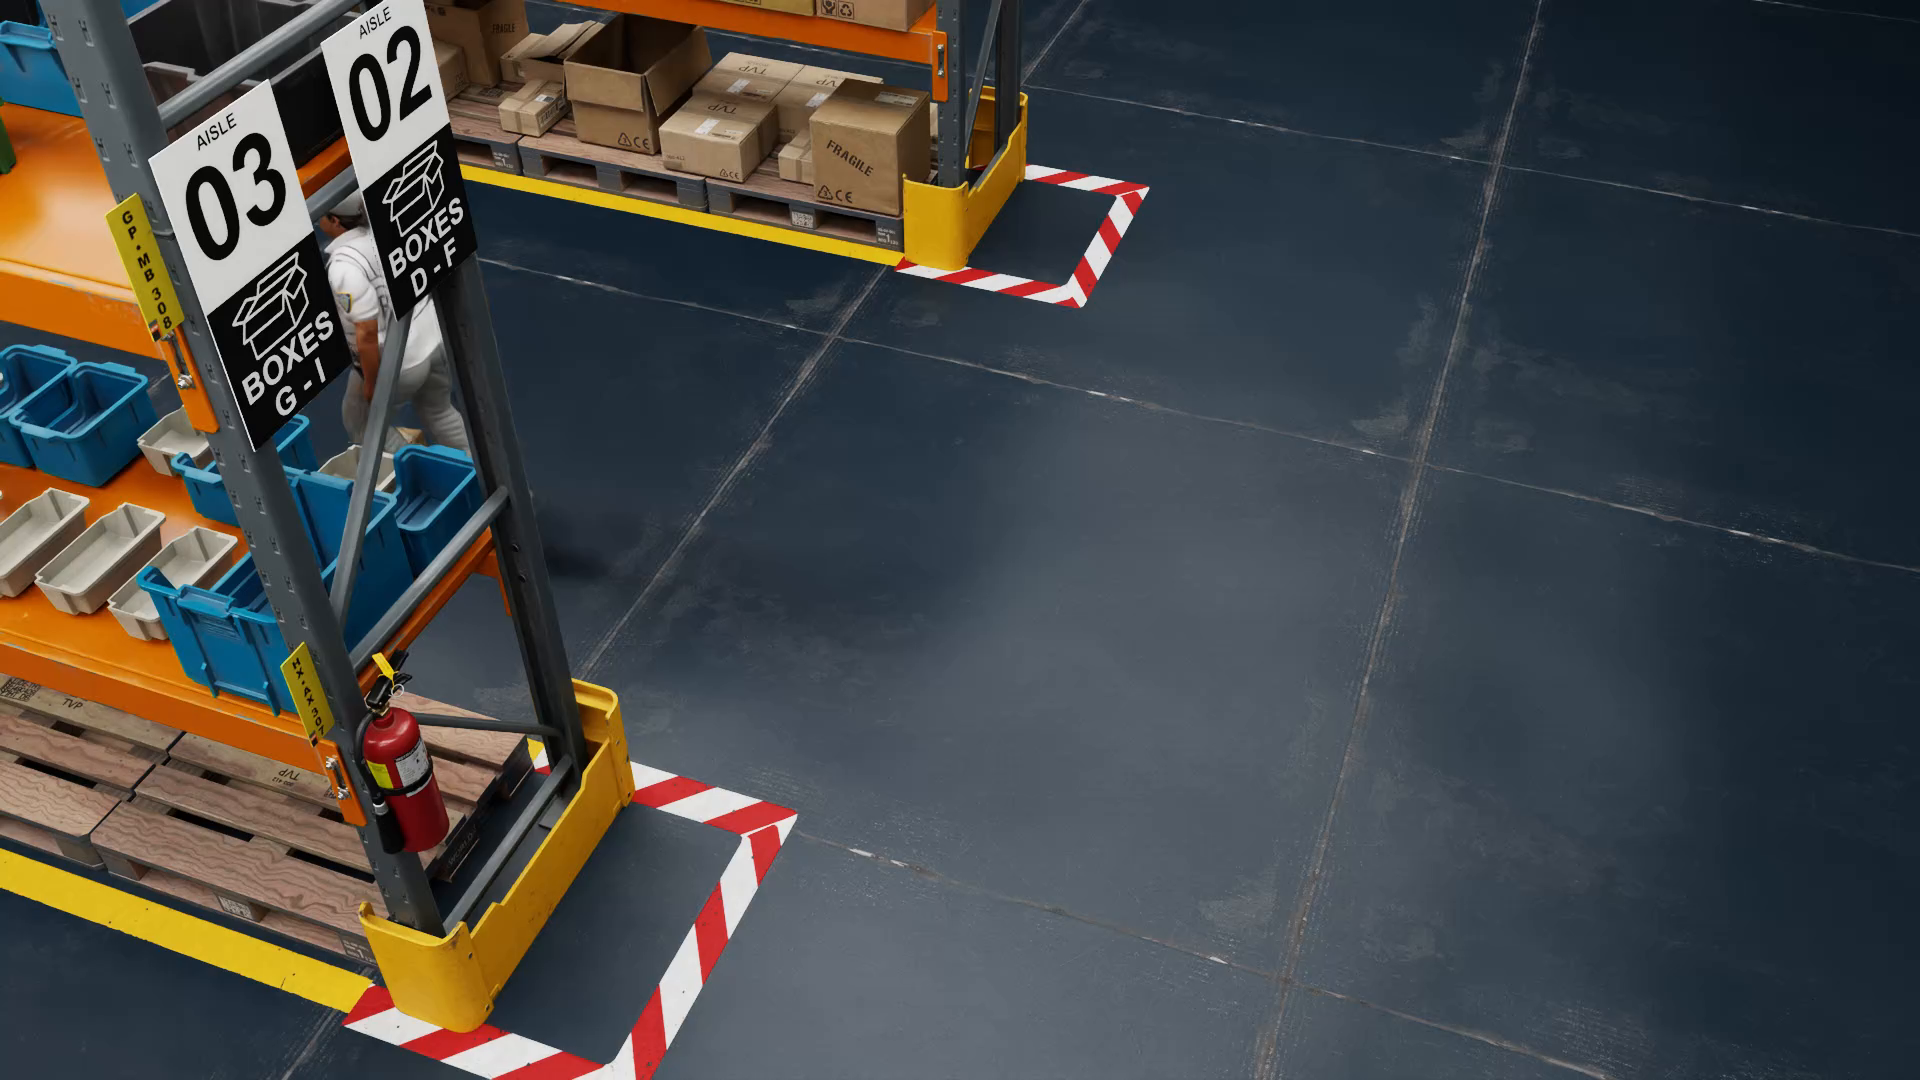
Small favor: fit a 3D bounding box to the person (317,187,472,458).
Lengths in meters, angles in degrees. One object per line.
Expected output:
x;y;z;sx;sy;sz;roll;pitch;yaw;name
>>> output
-2.378;-0.768;7.044;0.533;1.681;0.563;10;43;11;person
